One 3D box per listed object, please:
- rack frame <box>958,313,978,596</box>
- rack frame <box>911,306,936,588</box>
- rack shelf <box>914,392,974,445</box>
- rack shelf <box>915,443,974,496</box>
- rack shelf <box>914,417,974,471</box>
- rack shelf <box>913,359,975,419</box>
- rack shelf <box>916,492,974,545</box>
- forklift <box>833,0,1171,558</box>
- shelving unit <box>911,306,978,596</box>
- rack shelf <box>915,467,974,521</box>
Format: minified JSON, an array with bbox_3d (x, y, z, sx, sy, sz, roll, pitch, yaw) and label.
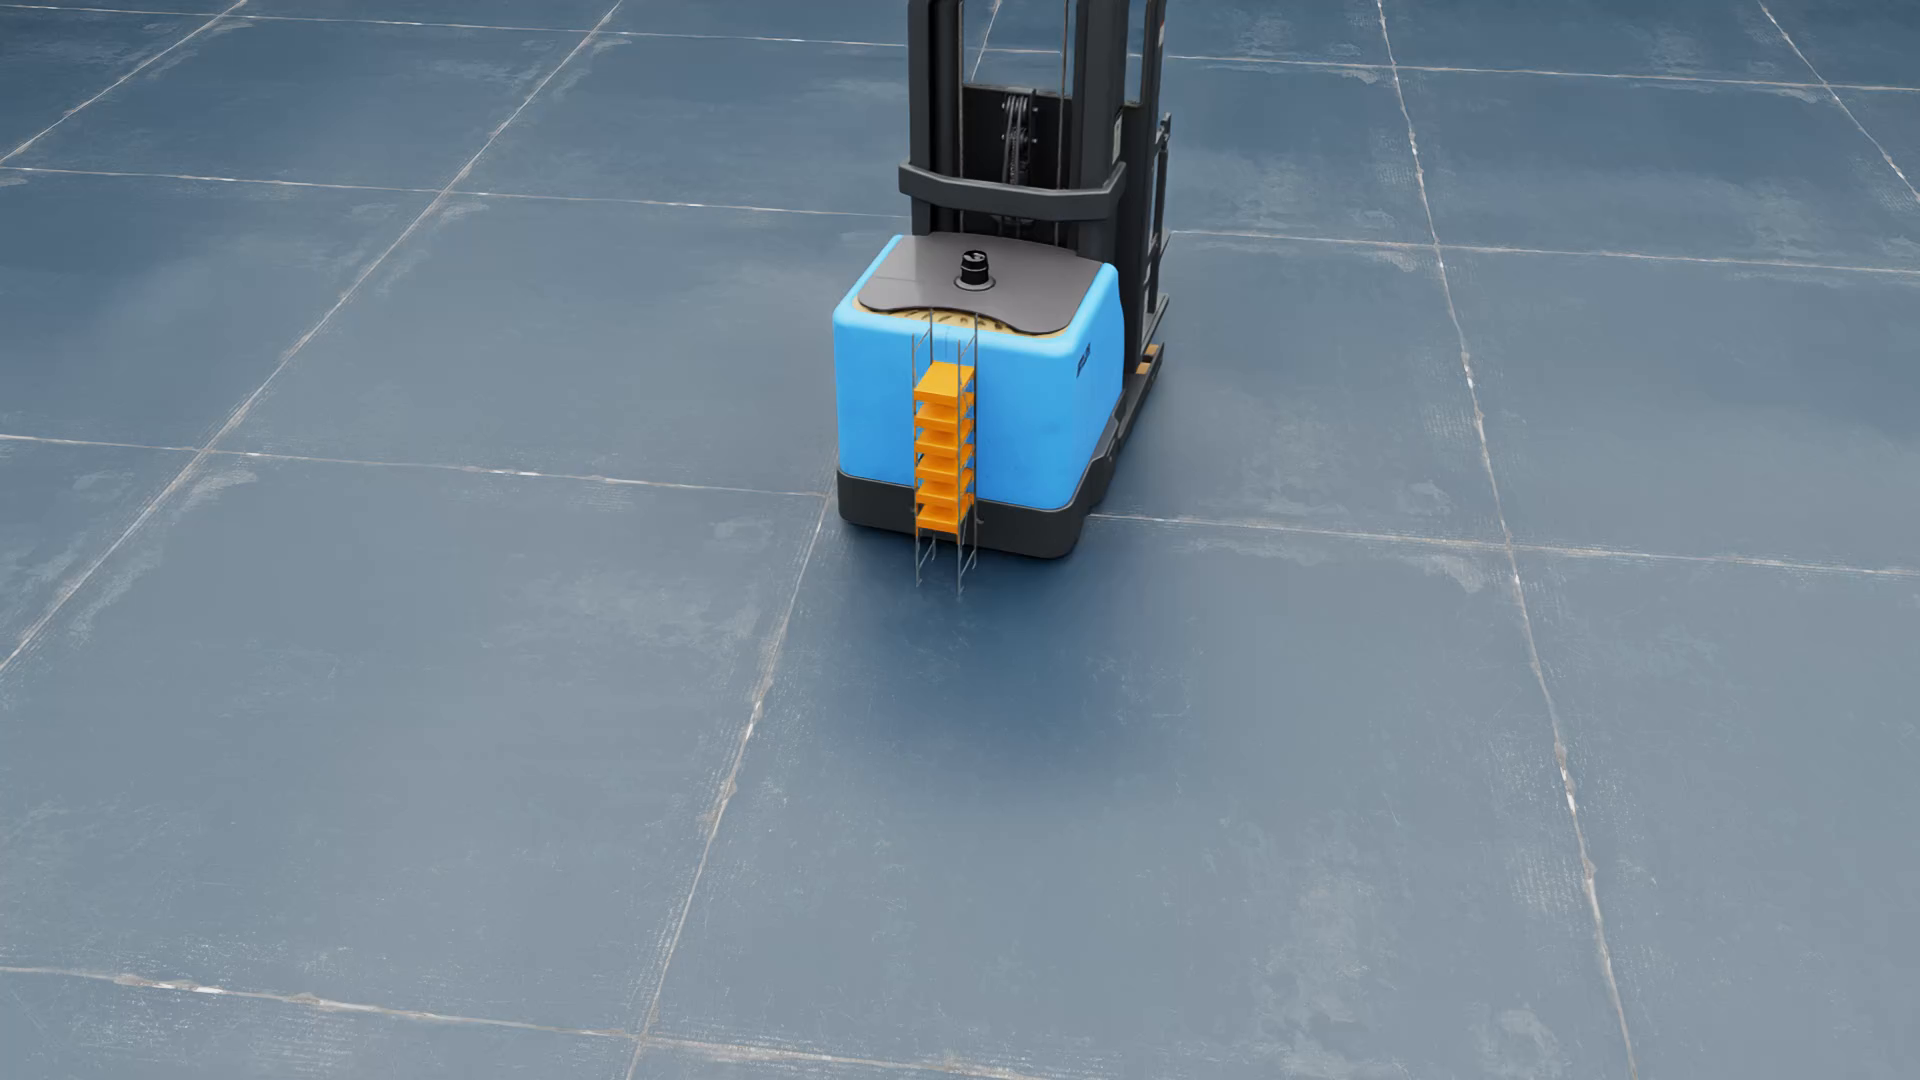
[{"bbox_3d":[0.031,-0.321,6.665,0.006,1.200,0.240,10,37,14],"label":"rack frame"},{"bbox_3d":[-0.144,-0.353,6.710,0.006,1.200,0.240,10,37,14],"label":"rack frame"},{"bbox_3d":[-0.057,-0.495,6.574,0.180,0.103,0.258,10,37,14],"label":"rack shelf"},{"bbox_3d":[-0.057,-0.301,6.714,0.180,0.103,0.258,10,37,14],"label":"rack shelf"},{"bbox_3d":[-0.057,-0.398,6.644,0.180,0.103,0.258,10,37,14],"label":"rack shelf"},{"bbox_3d":[-0.057,-0.593,6.503,0.180,0.103,0.258,10,37,14],"label":"rack shelf"},{"bbox_3d":[-0.056,-0.106,6.854,0.180,0.103,0.258,10,37,14],"label":"rack shelf"},{"bbox_3d":[0.397,-1.971,7.489,1.130,2.935,3.031,10,37,14],"label":"forklift"},{"bbox_3d":[-0.057,-0.337,6.688,0.189,1.200,0.258,10,37,14],"label":"shelving unit"},{"bbox_3d":[-0.056,-0.203,6.784,0.180,0.103,0.258,10,37,14],"label":"rack shelf"}]
